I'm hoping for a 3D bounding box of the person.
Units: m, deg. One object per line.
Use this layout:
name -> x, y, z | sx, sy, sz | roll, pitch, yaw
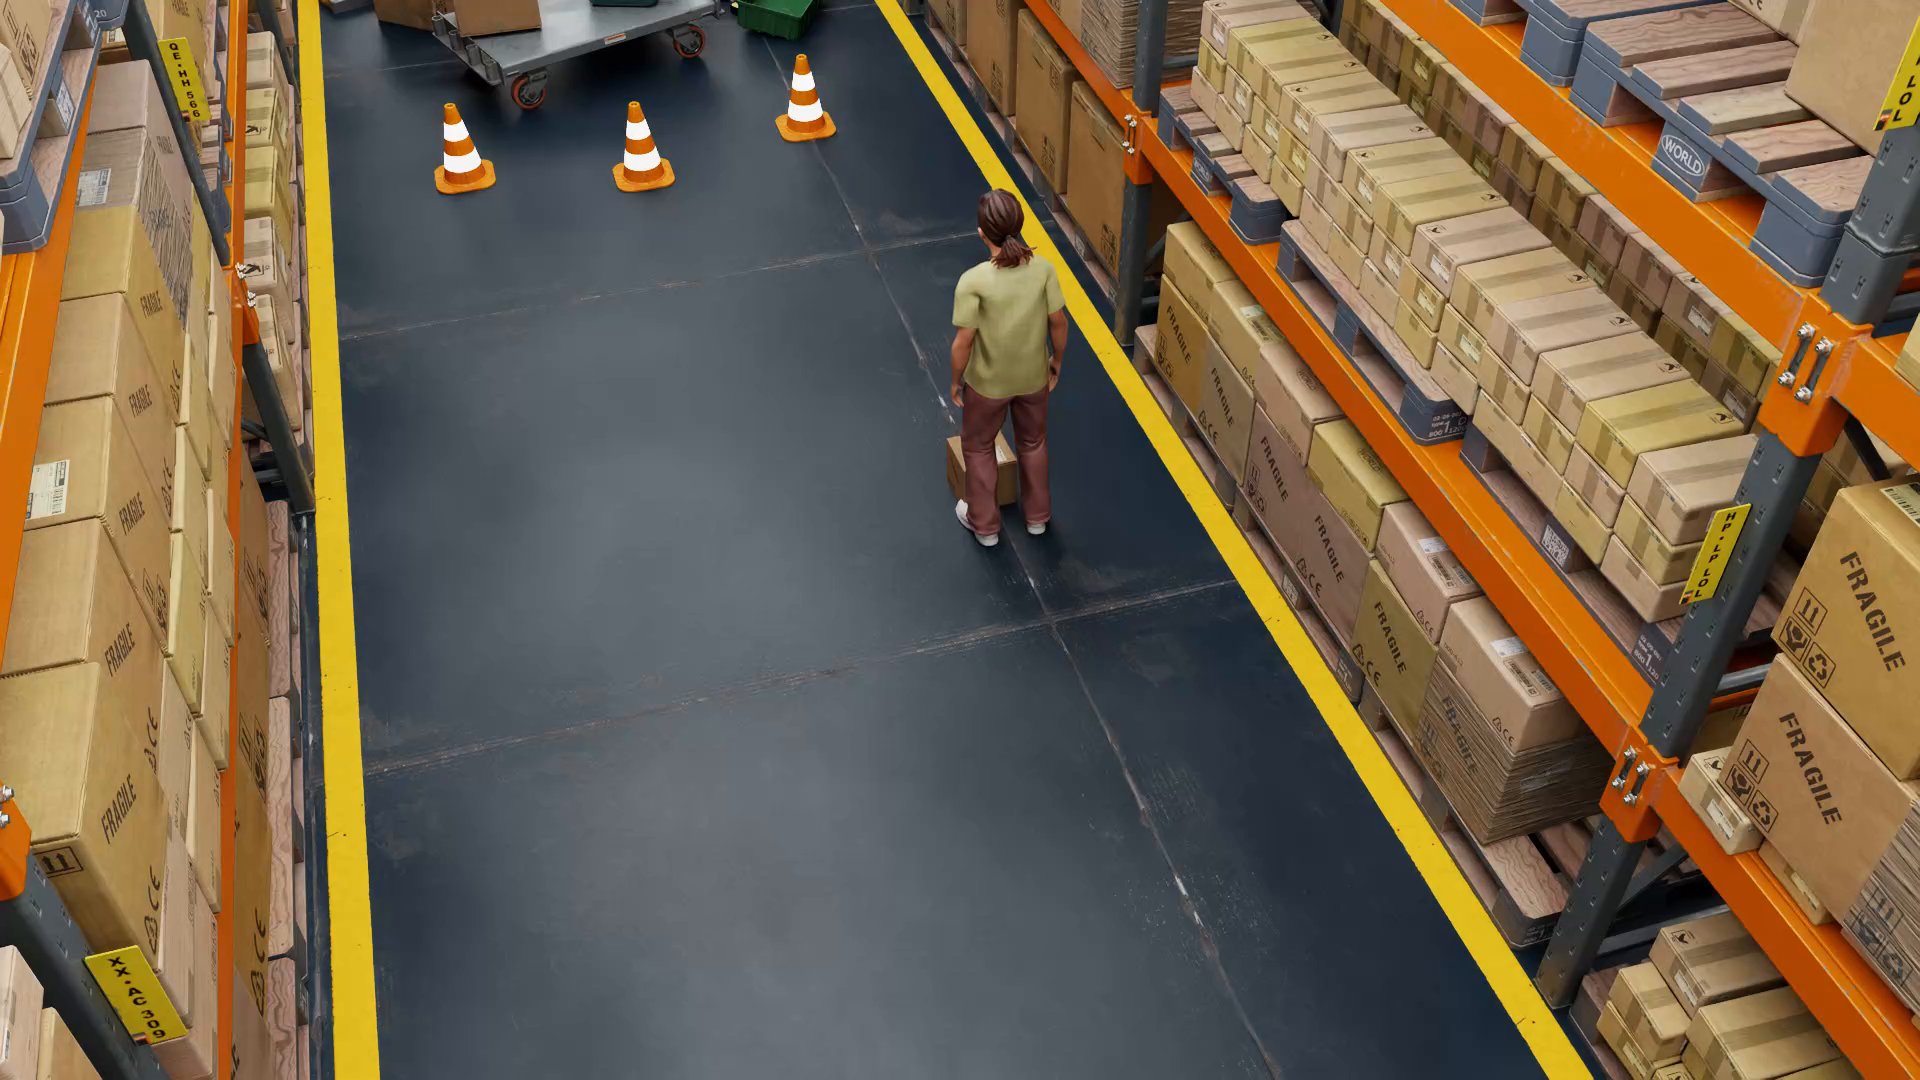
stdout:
person -> 0.185, -0.676, 6.917 | 0.496, 1.651, 0.359 | -12, 44, -13
